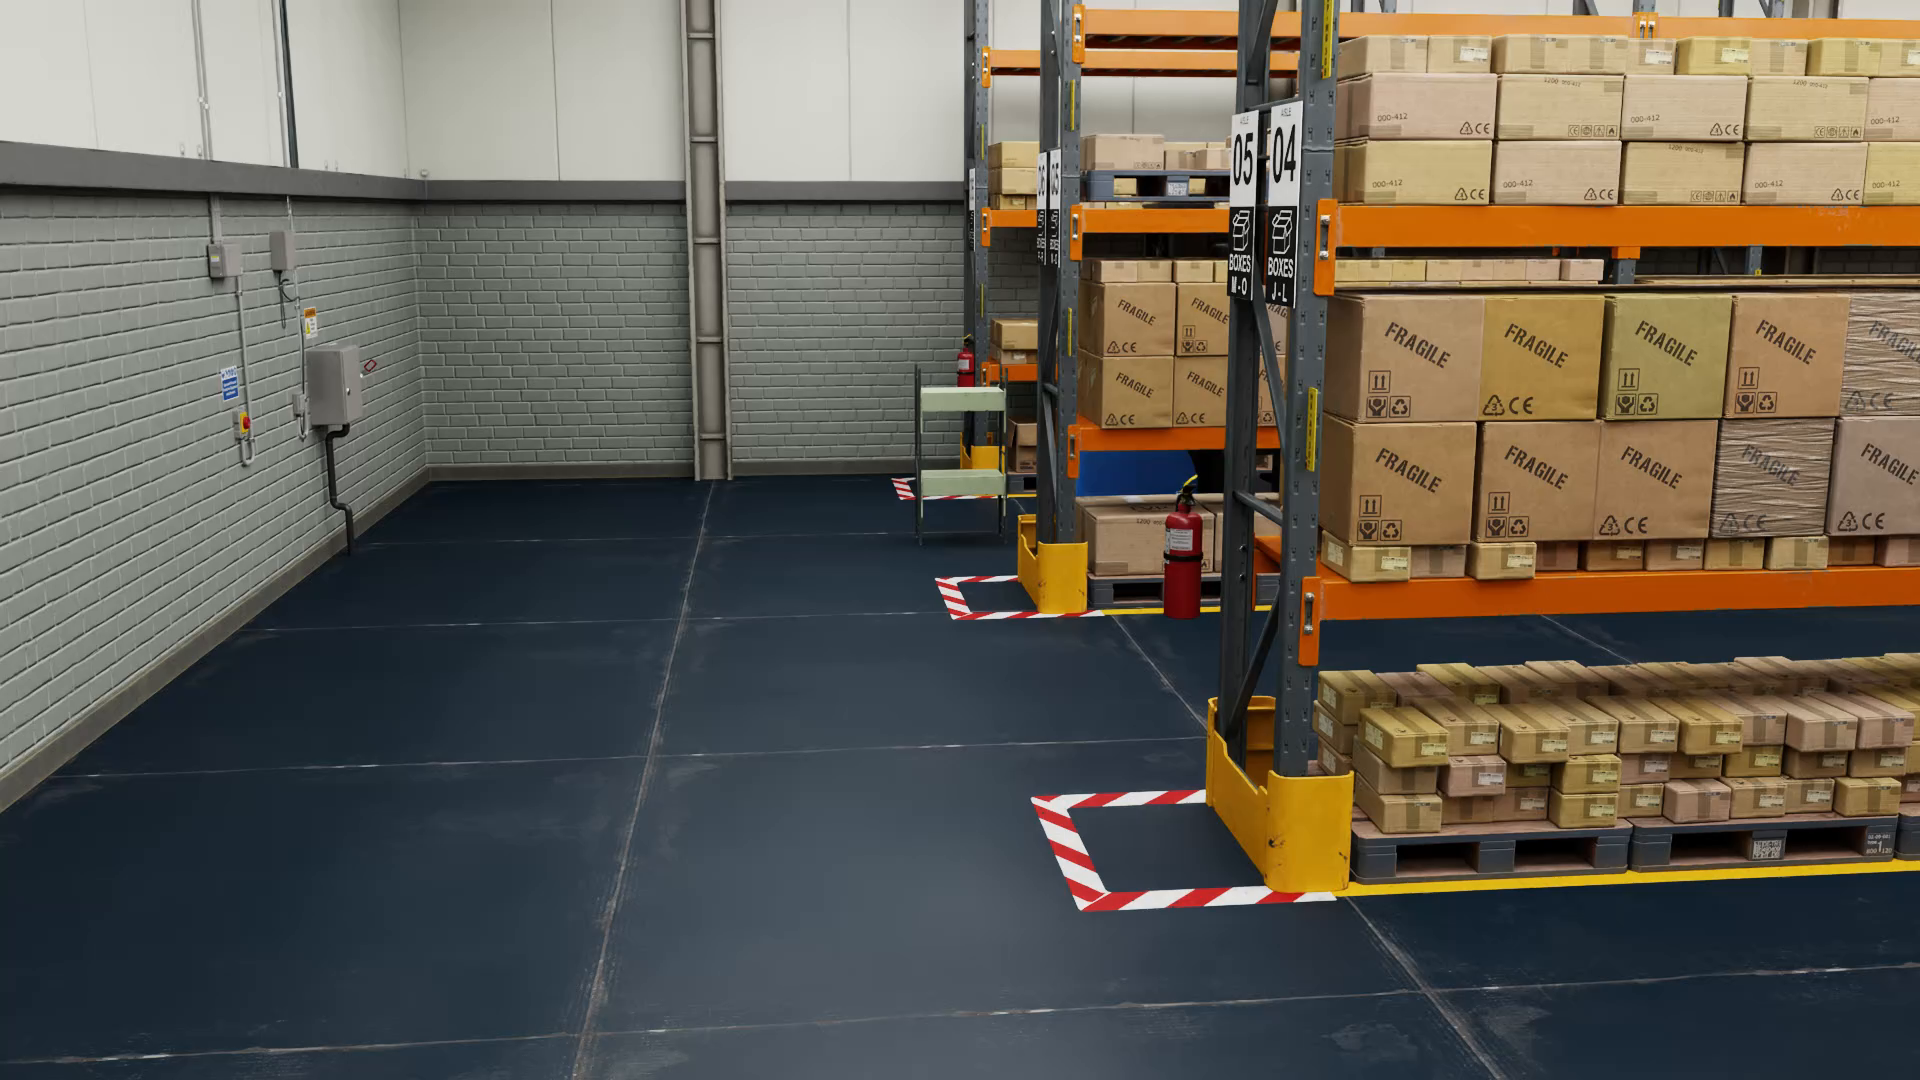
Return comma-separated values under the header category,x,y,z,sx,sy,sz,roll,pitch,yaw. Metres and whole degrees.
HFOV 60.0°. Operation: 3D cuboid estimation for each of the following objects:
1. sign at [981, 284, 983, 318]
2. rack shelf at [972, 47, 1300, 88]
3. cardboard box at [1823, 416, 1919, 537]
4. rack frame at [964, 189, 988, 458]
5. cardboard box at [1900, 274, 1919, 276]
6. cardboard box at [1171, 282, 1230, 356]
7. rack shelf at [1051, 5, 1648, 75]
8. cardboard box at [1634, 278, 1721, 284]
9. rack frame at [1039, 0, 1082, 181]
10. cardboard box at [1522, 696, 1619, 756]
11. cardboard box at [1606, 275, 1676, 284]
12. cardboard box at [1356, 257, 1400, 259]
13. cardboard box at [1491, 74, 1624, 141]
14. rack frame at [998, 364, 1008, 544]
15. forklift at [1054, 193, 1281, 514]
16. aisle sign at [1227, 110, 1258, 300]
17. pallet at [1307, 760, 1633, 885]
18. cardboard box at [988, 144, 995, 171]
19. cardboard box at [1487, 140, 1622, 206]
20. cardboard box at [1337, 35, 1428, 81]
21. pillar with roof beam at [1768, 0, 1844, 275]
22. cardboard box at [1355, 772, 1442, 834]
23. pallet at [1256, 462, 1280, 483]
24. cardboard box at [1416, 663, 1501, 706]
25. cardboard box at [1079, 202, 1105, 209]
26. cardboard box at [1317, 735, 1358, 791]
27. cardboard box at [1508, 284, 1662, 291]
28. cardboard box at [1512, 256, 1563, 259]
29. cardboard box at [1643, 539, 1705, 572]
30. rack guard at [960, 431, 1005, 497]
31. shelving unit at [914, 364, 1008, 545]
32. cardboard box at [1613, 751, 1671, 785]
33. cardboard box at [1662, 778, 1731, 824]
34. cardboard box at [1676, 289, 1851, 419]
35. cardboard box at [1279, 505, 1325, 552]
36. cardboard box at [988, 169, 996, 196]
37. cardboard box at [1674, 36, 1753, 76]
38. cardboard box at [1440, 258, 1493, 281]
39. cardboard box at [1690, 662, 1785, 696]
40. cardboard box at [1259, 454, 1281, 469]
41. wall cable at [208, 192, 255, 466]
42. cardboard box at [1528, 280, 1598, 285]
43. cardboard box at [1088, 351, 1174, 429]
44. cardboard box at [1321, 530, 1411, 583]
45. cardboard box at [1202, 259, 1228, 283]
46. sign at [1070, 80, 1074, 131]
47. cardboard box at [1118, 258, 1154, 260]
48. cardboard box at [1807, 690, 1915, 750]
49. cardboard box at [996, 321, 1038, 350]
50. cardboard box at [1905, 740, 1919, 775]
category,x,y,z,sx,sy,sz,roll,pitch,yaw
sign,0.214,-2.337,16.235,0.005,0.325,0.100,-1,11,-6
rack shelf,2.143,-4.647,16.551,4.000,0.370,1.077,-1,11,-6
cardboard box,3.845,-0.311,7.142,0.500,0.500,0.500,-1,11,-6
rack frame,0.155,-2.016,16.848,0.127,3.000,1.000,-1,11,-6
cardboard box,7.639,-1.795,12.872,0.500,0.500,0.500,-1,11,-6
cardboard box,1.716,-1.572,11.735,0.500,0.500,0.500,-2,11,-8
rack shelf,2.683,-3.500,11.747,4.000,0.370,1.077,-1,11,-6
cardboard box,5.140,-1.641,12.090,0.500,0.500,0.500,-1,11,-5
rack frame,0.695,-4.008,11.428,0.127,3.000,1.000,-1,11,-6
cardboard box,2.650,0.807,7.245,0.250,0.149,0.380,-2,11,-9
cardboard box,5.088,-1.745,12.616,0.500,0.500,0.500,-1,11,-4
cardboard box,3.065,-2.013,12.297,0.250,0.149,0.380,-1,11,-6
cardboard box,2.313,-1.731,6.714,0.500,0.250,0.500,-1,11,-7
rack frame,0.371,-0.744,14.263,0.023,1.500,0.400,-1,11,-6
forklift,2.395,-1.559,14.701,3.031,2.935,1.130,-2,11,-10
aisle sign,1.225,-1.449,7.222,0.004,0.787,0.394,-1,11,-6
pallet,2.217,1.239,7.517,1.213,0.211,1.003,-1,11,-6
cardboard box,0.567,-3.869,16.815,0.500,0.250,0.500,-2,11,-8
cardboard box,2.328,-1.486,6.763,0.500,0.250,0.500,-1,11,-4
cardboard box,1.676,-1.919,6.639,0.250,0.149,0.380,-1,11,-7
pillar with roof beam,9.772,-4.501,13.935,0.400,9.000,9.100,-1,11,-6
cardboard box,1.885,1.126,7.166,0.250,0.149,0.380,-1,11,-5
pallet,3.449,-0.717,17.469,1.213,0.211,1.003,-1,11,-6
cardboard box,2.328,0.700,7.791,0.250,0.149,0.380,-1,11,-7
cardboard box,1.271,-3.325,16.380,0.250,0.149,0.380,-1,11,-5
cardboard box,1.831,1.025,7.682,0.250,0.149,0.380,-1,11,-5
cardboard box,2.778,-0.883,7.462,0.500,0.500,0.500,-1,11,-3
cardboard box,4.329,-2.049,12.481,0.250,0.149,0.380,-1,11,-7
cardboard box,2.973,0.021,7.135,0.250,0.149,0.380,-1,11,-7
rack guard,0.231,-0.791,17.097,0.348,0.500,1.175,-1,11,-6
shelving unit,0.007,-0.736,14.224,0.755,1.500,0.431,-1,11,-6
cardboard box,2.911,0.943,7.327,0.250,0.149,0.380,-2,11,-9
cardboard box,3.149,1.102,7.288,0.250,0.149,0.380,-2,11,-9
cardboard box,3.331,-0.791,6.993,0.500,0.500,0.500,-2,11,-8
cardboard box,1.623,-0.055,7.523,0.250,0.149,0.380,-1,11,-6
cardboard box,0.568,-3.622,16.857,0.500,0.250,0.500,-1,11,-7
cardboard box,2.968,-1.931,6.697,0.250,0.149,0.380,-1,11,-4
cardboard box,3.627,-1.942,11.935,0.250,0.149,0.380,-1,11,-7
cardboard box,3.635,0.698,7.802,0.250,0.149,0.380,-2,11,-8
cardboard box,3.255,-0.889,17.111,0.258,0.266,0.396,-1,11,-4
wall cable,-4.908,-1.456,11.285,0.123,1.953,0.585,-1,11,-6
cardboard box,4.232,-1.625,12.005,0.500,0.500,0.500,-1,11,-7
cardboard box,1.203,-1.068,11.767,0.500,0.500,0.500,-1,11,-7
cardboard box,1.687,0.062,6.927,0.250,0.149,0.380,-1,11,-7
cardboard box,1.861,-1.888,11.663,0.250,0.149,0.380,-2,11,-8
sign,0.749,-2.897,11.083,0.005,0.325,0.100,-1,11,-6
cardboard box,1.280,-1.978,12.121,0.250,0.149,0.380,-1,11,-5
cardboard box,3.959,0.791,7.328,0.250,0.149,0.380,-2,11,-9
cardboard box,0.635,-2.046,16.619,0.500,0.250,0.500,-1,11,-6
cardboard box,4.236,0.917,7.457,0.250,0.149,0.380,-1,11,-6
